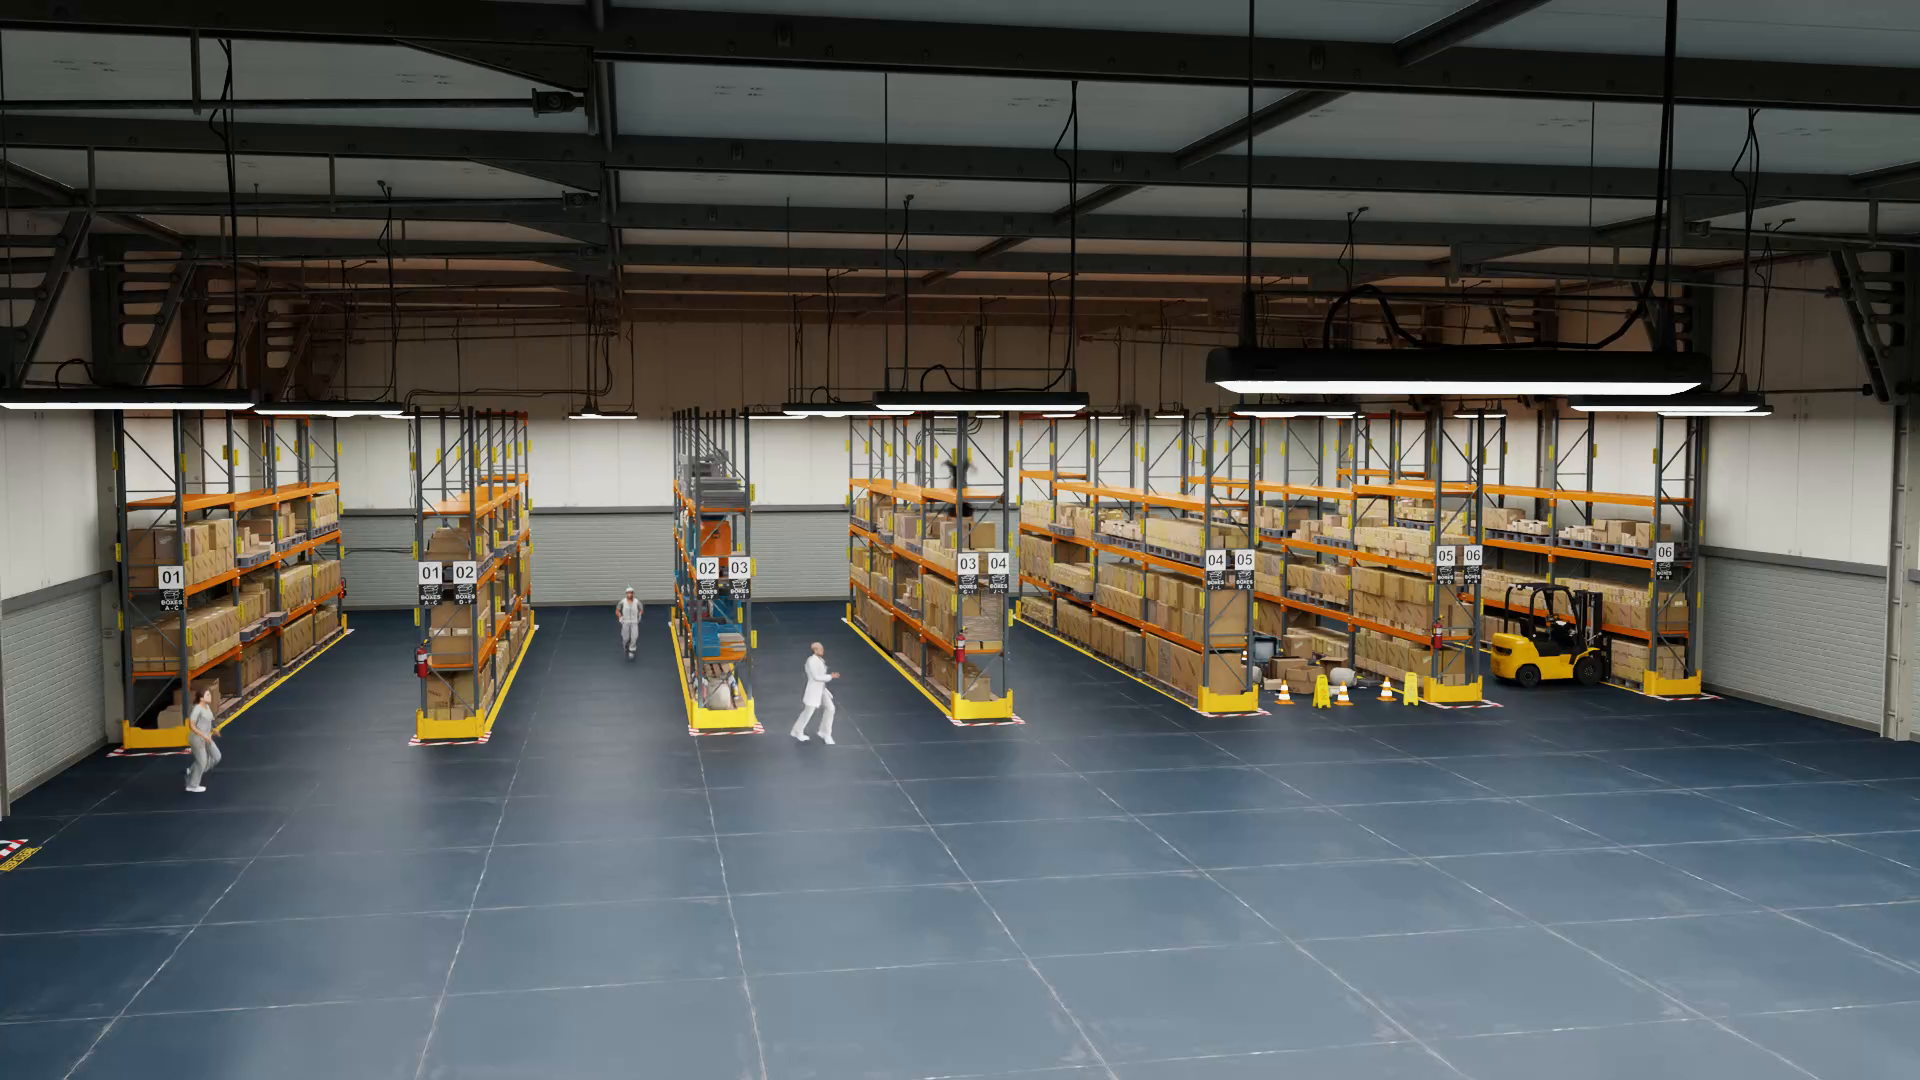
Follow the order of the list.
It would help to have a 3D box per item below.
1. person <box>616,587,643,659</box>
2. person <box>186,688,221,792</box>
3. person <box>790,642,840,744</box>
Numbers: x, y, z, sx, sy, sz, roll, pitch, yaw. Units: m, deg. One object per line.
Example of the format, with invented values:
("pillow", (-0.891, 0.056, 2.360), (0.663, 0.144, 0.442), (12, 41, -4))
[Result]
("person", (-7.914, 2.013, 39.882), (0.652, 1.743, 0.591), (-1, 4, -14))
("person", (-11.763, 3.091, 25.759), (0.529, 1.619, 0.536), (0, 4, 5))
("person", (-2.571, 2.759, 29.548), (0.932, 1.799, 0.649), (1, 4, 17))
